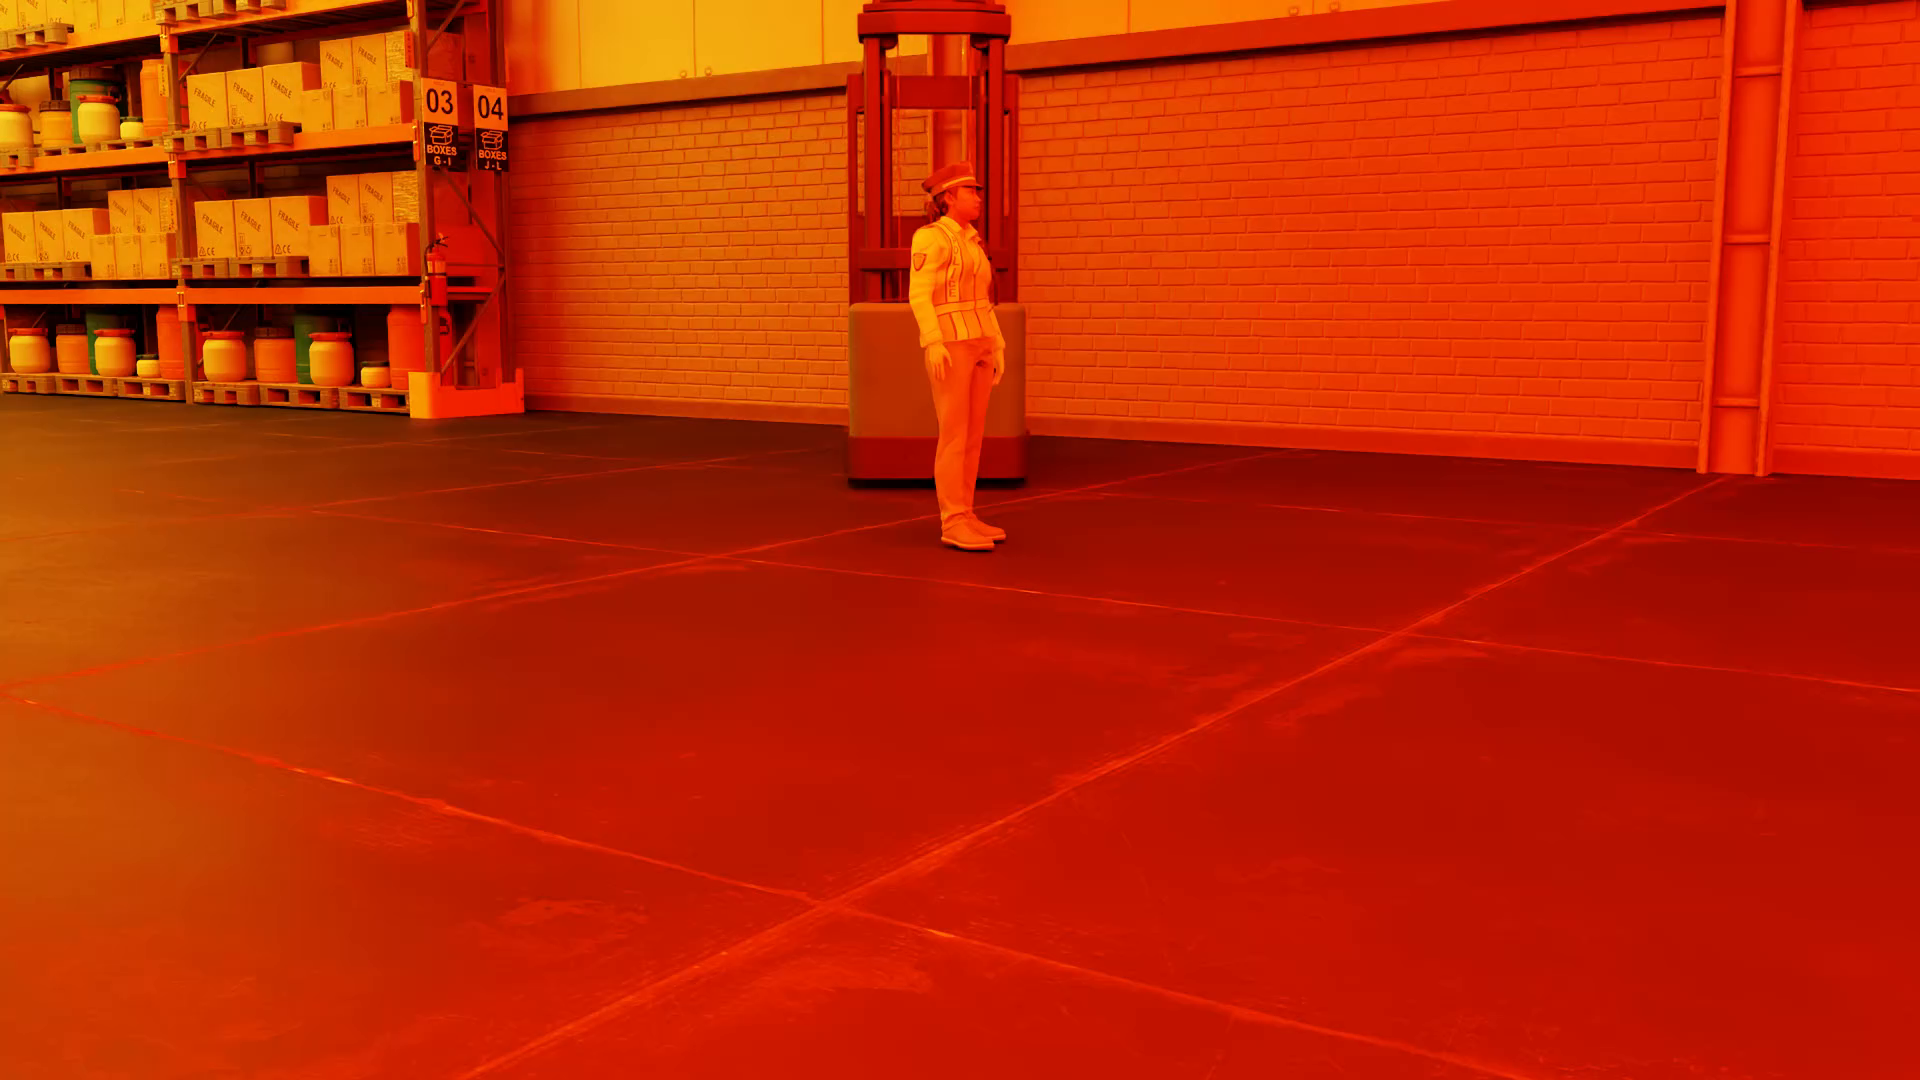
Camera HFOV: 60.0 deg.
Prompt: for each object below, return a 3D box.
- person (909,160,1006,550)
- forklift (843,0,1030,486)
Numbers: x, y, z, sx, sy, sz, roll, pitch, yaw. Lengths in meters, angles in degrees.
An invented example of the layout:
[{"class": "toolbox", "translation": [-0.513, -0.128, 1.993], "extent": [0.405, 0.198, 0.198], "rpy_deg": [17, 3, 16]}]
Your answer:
[{"class": "person", "translation": [0.053, -0.840, 7.440], "extent": [0.531, 1.695, 0.588], "rpy_deg": [5, 10, 34]}, {"class": "forklift", "translation": [-0.179, -1.946, 10.877], "extent": [1.130, 2.935, 3.031], "rpy_deg": [0, 8, -2]}]
